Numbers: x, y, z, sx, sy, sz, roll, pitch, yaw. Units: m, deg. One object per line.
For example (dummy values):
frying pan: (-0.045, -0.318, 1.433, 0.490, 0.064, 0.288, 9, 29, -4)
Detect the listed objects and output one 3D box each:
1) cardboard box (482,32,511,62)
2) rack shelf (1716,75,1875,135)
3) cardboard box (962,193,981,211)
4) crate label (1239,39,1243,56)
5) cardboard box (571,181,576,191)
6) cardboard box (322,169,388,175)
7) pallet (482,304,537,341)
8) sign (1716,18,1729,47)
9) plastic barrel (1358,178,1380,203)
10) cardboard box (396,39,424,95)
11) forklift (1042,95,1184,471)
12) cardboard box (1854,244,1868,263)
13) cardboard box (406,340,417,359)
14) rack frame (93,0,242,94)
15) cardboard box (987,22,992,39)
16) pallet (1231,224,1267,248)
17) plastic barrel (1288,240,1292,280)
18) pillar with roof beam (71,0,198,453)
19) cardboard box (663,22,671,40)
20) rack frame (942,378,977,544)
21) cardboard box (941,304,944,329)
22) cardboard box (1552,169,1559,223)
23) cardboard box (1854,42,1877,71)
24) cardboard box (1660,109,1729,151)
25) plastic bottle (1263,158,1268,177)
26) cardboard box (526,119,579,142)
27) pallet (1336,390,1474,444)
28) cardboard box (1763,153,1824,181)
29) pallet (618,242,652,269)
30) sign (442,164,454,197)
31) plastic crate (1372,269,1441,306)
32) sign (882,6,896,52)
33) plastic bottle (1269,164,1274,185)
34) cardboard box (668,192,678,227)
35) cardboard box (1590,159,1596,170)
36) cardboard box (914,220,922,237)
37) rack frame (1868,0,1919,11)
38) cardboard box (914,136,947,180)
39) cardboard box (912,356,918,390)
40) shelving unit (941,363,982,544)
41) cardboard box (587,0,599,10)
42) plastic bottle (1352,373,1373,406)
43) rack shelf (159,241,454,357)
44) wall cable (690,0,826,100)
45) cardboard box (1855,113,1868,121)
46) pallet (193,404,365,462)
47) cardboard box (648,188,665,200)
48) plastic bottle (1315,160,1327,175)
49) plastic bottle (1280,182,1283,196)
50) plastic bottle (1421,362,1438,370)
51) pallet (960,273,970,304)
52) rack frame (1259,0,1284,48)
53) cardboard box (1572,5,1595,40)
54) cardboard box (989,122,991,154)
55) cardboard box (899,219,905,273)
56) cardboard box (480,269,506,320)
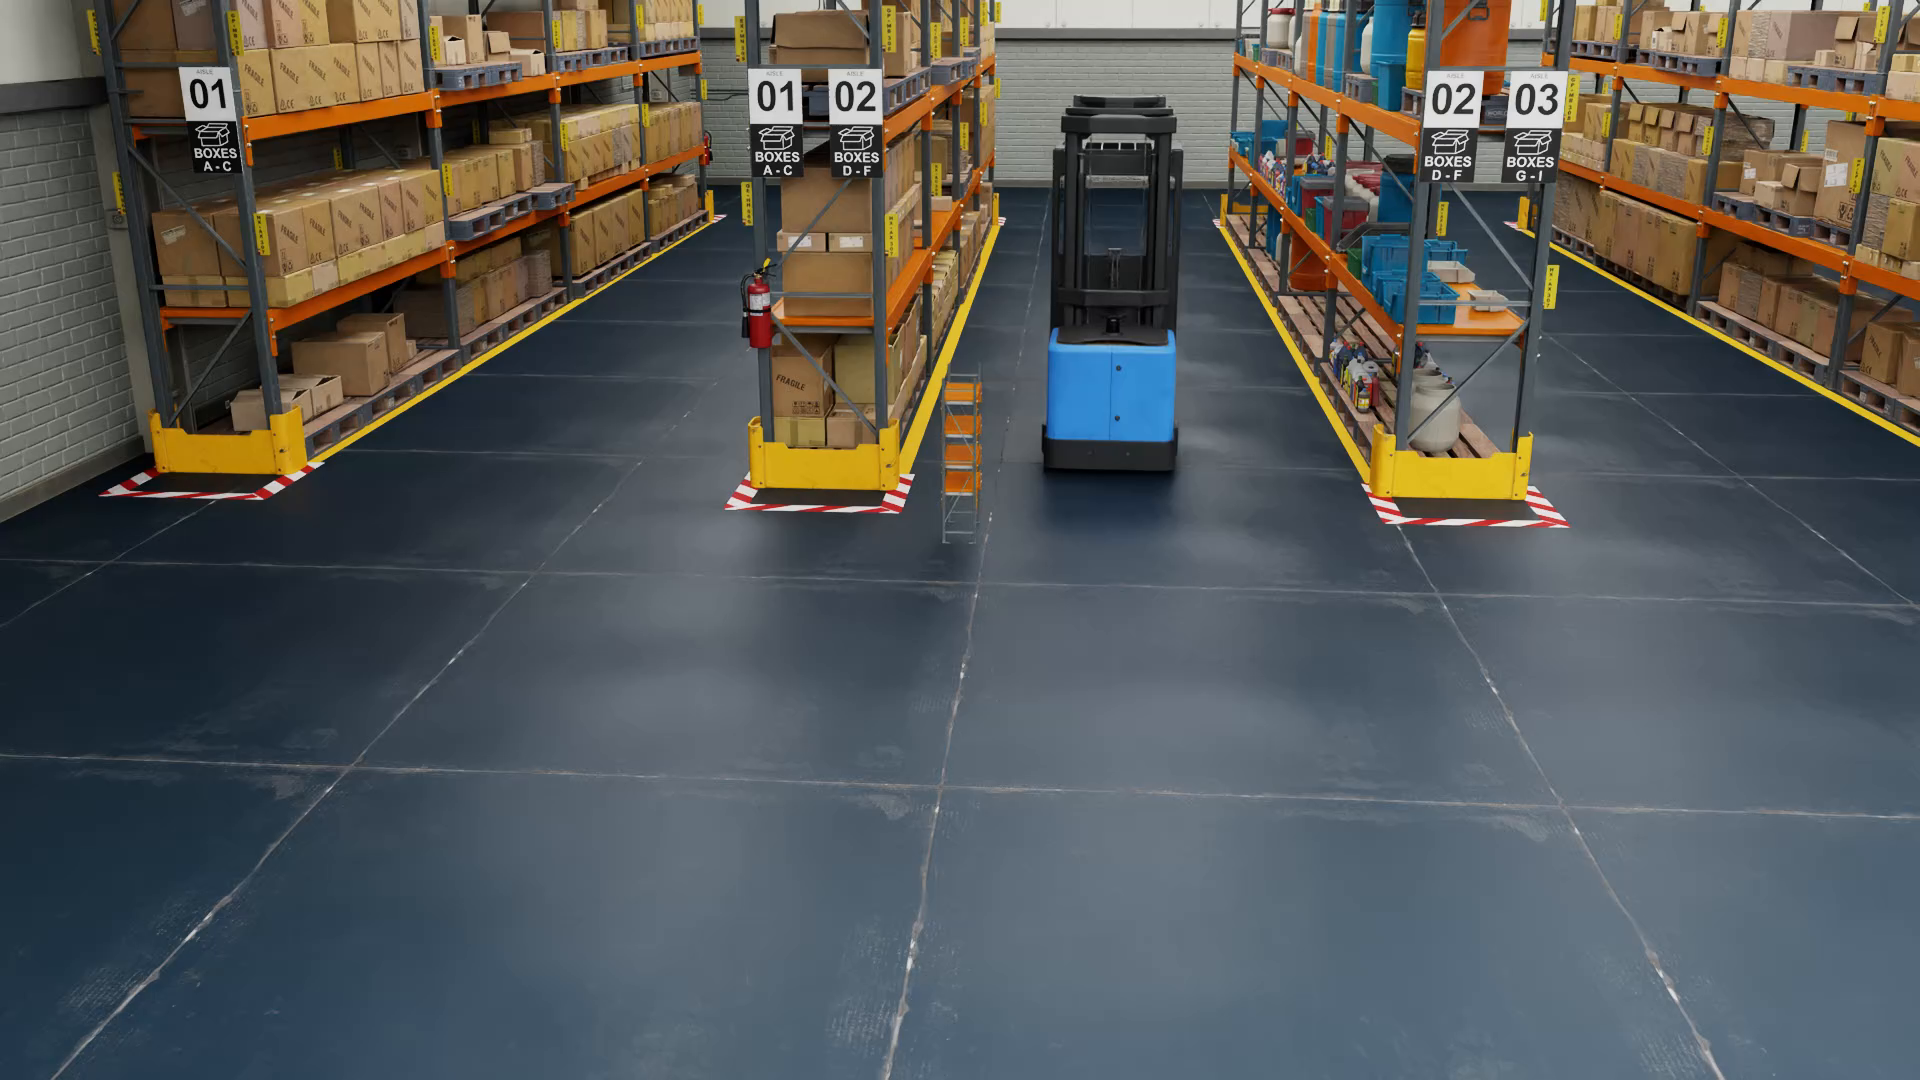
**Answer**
cardboard box: (-5.627, -5.565, 19.074, 0.797, 0.503, 0.637, 4, 19, 12)
rack shelf: (9.236, -4.612, 17.519, 1.077, 0.370, 4.000, 1, 18, 4)
cardboard box: (-0.085, -5.221, 26.341, 0.797, 0.503, 0.637, 1, 18, 4)
crate label: (4.625, -7.820, 26.394, 0.408, 0.251, 0.502, 1, 18, 4)
cardboard box: (-5.161, -4.547, 21.353, 0.380, 0.149, 0.250, 2, 18, 5)
cardboard box: (-5.971, -3.392, 16.463, 0.500, 0.500, 0.500, 1, 18, 3)
pallet: (-5.590, -2.536, 19.323, 1.003, 0.211, 1.213, 1, 18, 4)
sign: (8.827, -5.873, 19.256, 0.100, 0.325, 0.005, 1, 18, 4)
plastic barrel: (4.493, -3.603, 17.882, 0.433, 0.535, 0.433, 0, 18, 0)
cardboard box: (-5.519, -4.558, 16.008, 0.500, 0.500, 0.500, 2, 18, 5)
forklift: (1.342, -2.360, 14.419, 1.130, 2.935, 3.031, 2, 18, 5)
cardboard box: (8.777, -2.728, 15.835, 0.380, 0.149, 0.250, 1, 18, 4)
cardboard box: (-5.737, -1.935, 16.855, 0.380, 0.166, 0.250, -1, 18, -3)
rack frame: (-6.016, -4.848, 12.266, 1.000, 3.000, 0.127, 1, 18, 4)
cardboard box: (0.255, -8.128, 26.532, 0.500, 0.250, 0.500, 1, 18, 4)
pallet: (4.825, -4.787, 26.192, 1.003, 0.211, 1.213, 1, 18, 4)
plastic barrel: (4.409, -3.607, 21.436, 0.421, 0.512, 0.421, 0, 18, 0)
pillar with roof beam: (-2.534, -4.988, 12.695, 9.100, 9.000, 0.400, 1, 18, 4)
cardboard box: (-4.763, -7.851, 25.655, 0.500, 0.250, 0.500, 1, 18, 2)
rack frame: (-0.006, -0.546, 11.662, 0.240, 1.200, 0.015, 1, 18, 4)
cardboard box: (-0.439, -2.462, 18.361, 0.500, 0.250, 0.500, 1, 18, 2)
cardboard box: (9.987, -5.624, 27.006, 0.875, 0.875, 0.875, 1, 18, 4)
cardboard box: (9.061, -4.763, 16.365, 0.396, 0.266, 0.258, 2, 18, 6)
cardboard box: (9.539, -5.311, 21.544, 0.797, 0.503, 0.637, 2, 18, 6)
plastic bottle: (4.251, -5.157, 23.051, 0.097, 0.271, 0.097, 0, 18, 0)
cardboard box: (-5.150, -5.180, 21.041, 0.500, 0.250, 0.500, 2, 18, 5)
pallet: (3.978, -1.105, 14.957, 1.003, 0.211, 1.213, 1, 18, 4)
cardboard box: (9.441, -4.053, 18.639, 0.700, 0.500, 0.500, 4, 19, 12)
pallet: (-5.135, -4.157, 24.272, 1.003, 0.211, 1.213, 1, 18, 4)
sign: (-5.187, -3.641, 16.827, 0.100, 0.325, 0.005, 1, 18, 4)
plastic crate: (3.656, -2.069, 13.658, 0.499, 0.251, 0.408, 1, 18, 4)
sign: (-0.521, -3.752, 12.207, 0.100, 0.325, 0.005, 1, 18, 4)
plastic bottle: (4.187, -4.881, 22.208, 0.097, 0.271, 0.097, 0, 18, 0)
cardboard box: (-4.921, -5.281, 26.562, 0.700, 0.500, 0.500, 2, 18, 5)
cardboard box: (9.380, -5.455, 24.157, 0.380, 0.149, 0.250, 2, 18, 5)
cardboard box: (-0.520, -3.281, 17.522, 0.380, 0.149, 0.250, 1, 18, 4)
rack frame: (14.893, -9.343, 25.985, 1.000, 3.000, 0.127, 1, 18, 4)
cardboard box: (-0.568, -4.817, 20.972, 0.700, 0.500, 0.500, -5, 19, -15)
cardboard box: (-0.670, -1.563, 15.617, 0.500, 0.250, 0.500, 1, 18, 4)
shelving unit: (0.012, -0.622, 11.893, 0.258, 1.200, 0.503, 1, 18, 4)
cardboard box: (-5.349, -7.492, 23.081, 0.500, 0.250, 0.500, 3, 18, 8)
plastic bottle: (3.606, -1.348, 14.888, 0.152, 0.276, 0.135, 1, 18, 4)
rack shelf: (-5.872, -2.276, 15.208, 1.077, 0.370, 4.000, 1, 18, 4)
wall cable: (-4.107, -10.090, 33.251, 3.097, 2.526, 0.112, 1, 18, 4)
cardboard box: (14.585, -6.548, 26.451, 0.500, 0.500, 0.500, 2, 18, 7)
pallet: (-5.917, -0.947, 14.474, 1.003, 0.211, 1.213, 1, 18, 4)
cardboard box: (-4.793, -5.376, 25.811, 0.380, 0.149, 0.250, 2, 18, 6)
plastic bottle: (4.746, -4.806, 21.852, 0.144, 0.351, 0.185, 1, 18, 4)
plastic bottle: (4.093, -4.438, 20.970, 0.097, 0.201, 0.097, 0, 18, 0)
plastic bottle: (4.341, -1.516, 15.400, 0.152, 0.276, 0.135, 2, 18, 5)
pallet: (-0.410, -3.278, 21.588, 1.003, 0.211, 1.213, 1, 18, 4)
rack frame: (4.726, -8.353, 22.965, 1.000, 3.000, 0.127, 1, 18, 4)
cardboard box: (9.809, -8.020, 25.768, 0.700, 0.500, 0.500, 1, 18, 2)
cardboard box: (0.237, -6.443, 26.608, 0.500, 0.500, 0.500, 1, 18, 4)
cardboard box: (-0.884, -2.720, 15.245, 0.700, 0.500, 0.500, 2, 18, 5)
cardboard box: (-5.629, -2.809, 18.985, 0.700, 0.500, 0.500, 1, 18, 5)
